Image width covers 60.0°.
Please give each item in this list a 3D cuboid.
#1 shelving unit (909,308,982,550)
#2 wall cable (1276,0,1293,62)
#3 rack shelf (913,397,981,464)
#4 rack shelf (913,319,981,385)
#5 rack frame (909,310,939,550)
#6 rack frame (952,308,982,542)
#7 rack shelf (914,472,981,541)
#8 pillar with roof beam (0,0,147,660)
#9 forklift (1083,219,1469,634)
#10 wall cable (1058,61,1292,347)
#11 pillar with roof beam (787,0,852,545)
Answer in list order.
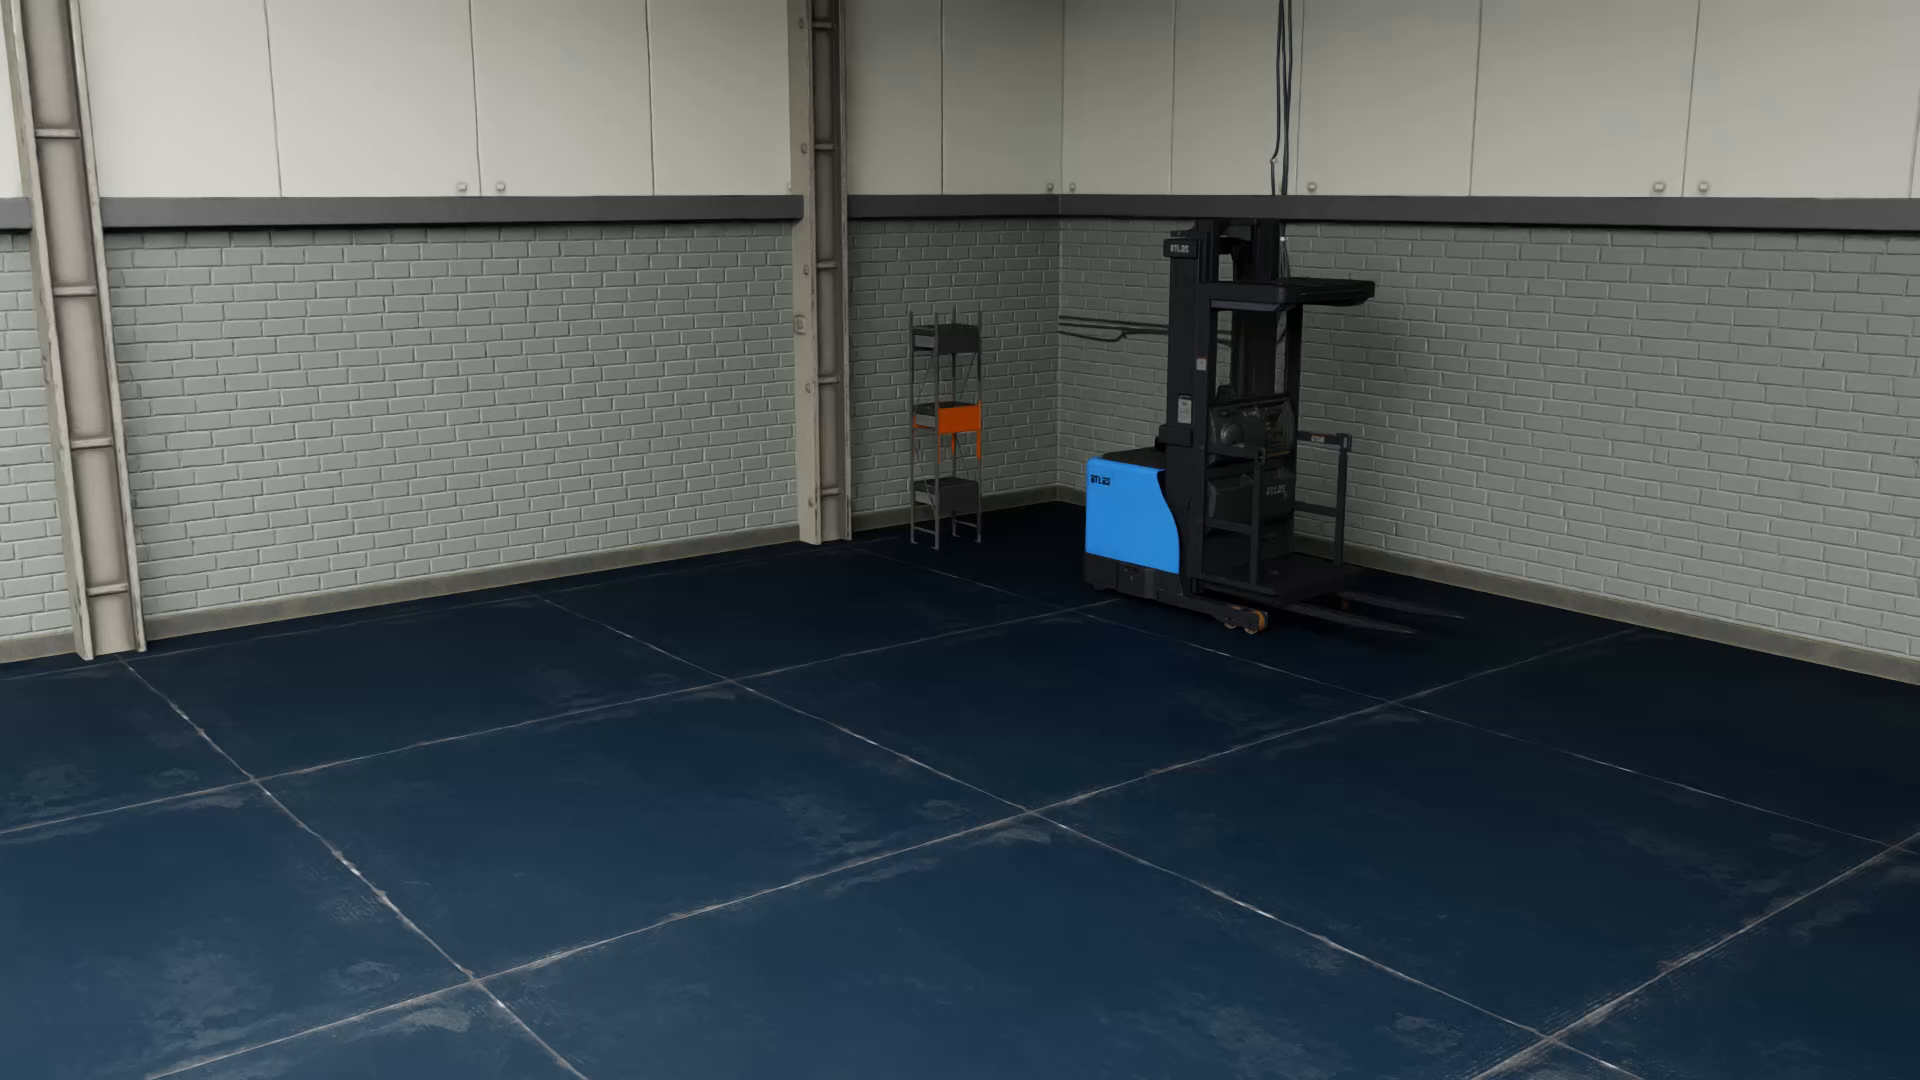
[{"bbox_3d":[-0.129,-1.006,14.931,0.503,2.100,0.431,-9,15,-38],"label":"shelving unit"},{"bbox_3d":[3.578,-5.087,12.860,0.112,2.526,3.097,-9,15,-38],"label":"wall cable"},{"bbox_3d":[-0.129,-0.992,14.934,0.480,0.518,0.431,-9,15,-38],"label":"rack shelf"},{"bbox_3d":[-0.129,-1.677,14.788,0.480,0.518,0.431,-9,15,-38],"label":"rack shelf"},{"bbox_3d":[-0.320,-0.974,14.782,0.015,2.100,0.400,-9,15,-38],"label":"rack frame"},{"bbox_3d":[0.061,-1.037,15.080,0.015,2.100,0.400,-9,15,-38],"label":"rack frame"},{"bbox_3d":[-0.129,-0.308,15.079,0.480,0.518,0.431,-9,15,-38],"label":"rack shelf"},{"bbox_3d":[-3.235,-2.930,7.383,0.400,9.000,9.100,-9,15,-38],"label":"pillar with roof beam"},{"bbox_3d":[2.327,-0.871,12.298,1.130,2.935,3.031,-10,16,-40],"label":"forklift"},{"bbox_3d":[1.888,-3.056,15.451,0.112,2.526,3.097,-9,15,-38],"label":"wall cable"},{"bbox_3d":[1.450,-3.708,11.050,0.400,9.000,9.100,-9,15,-38],"label":"pillar with roof beam"}]
